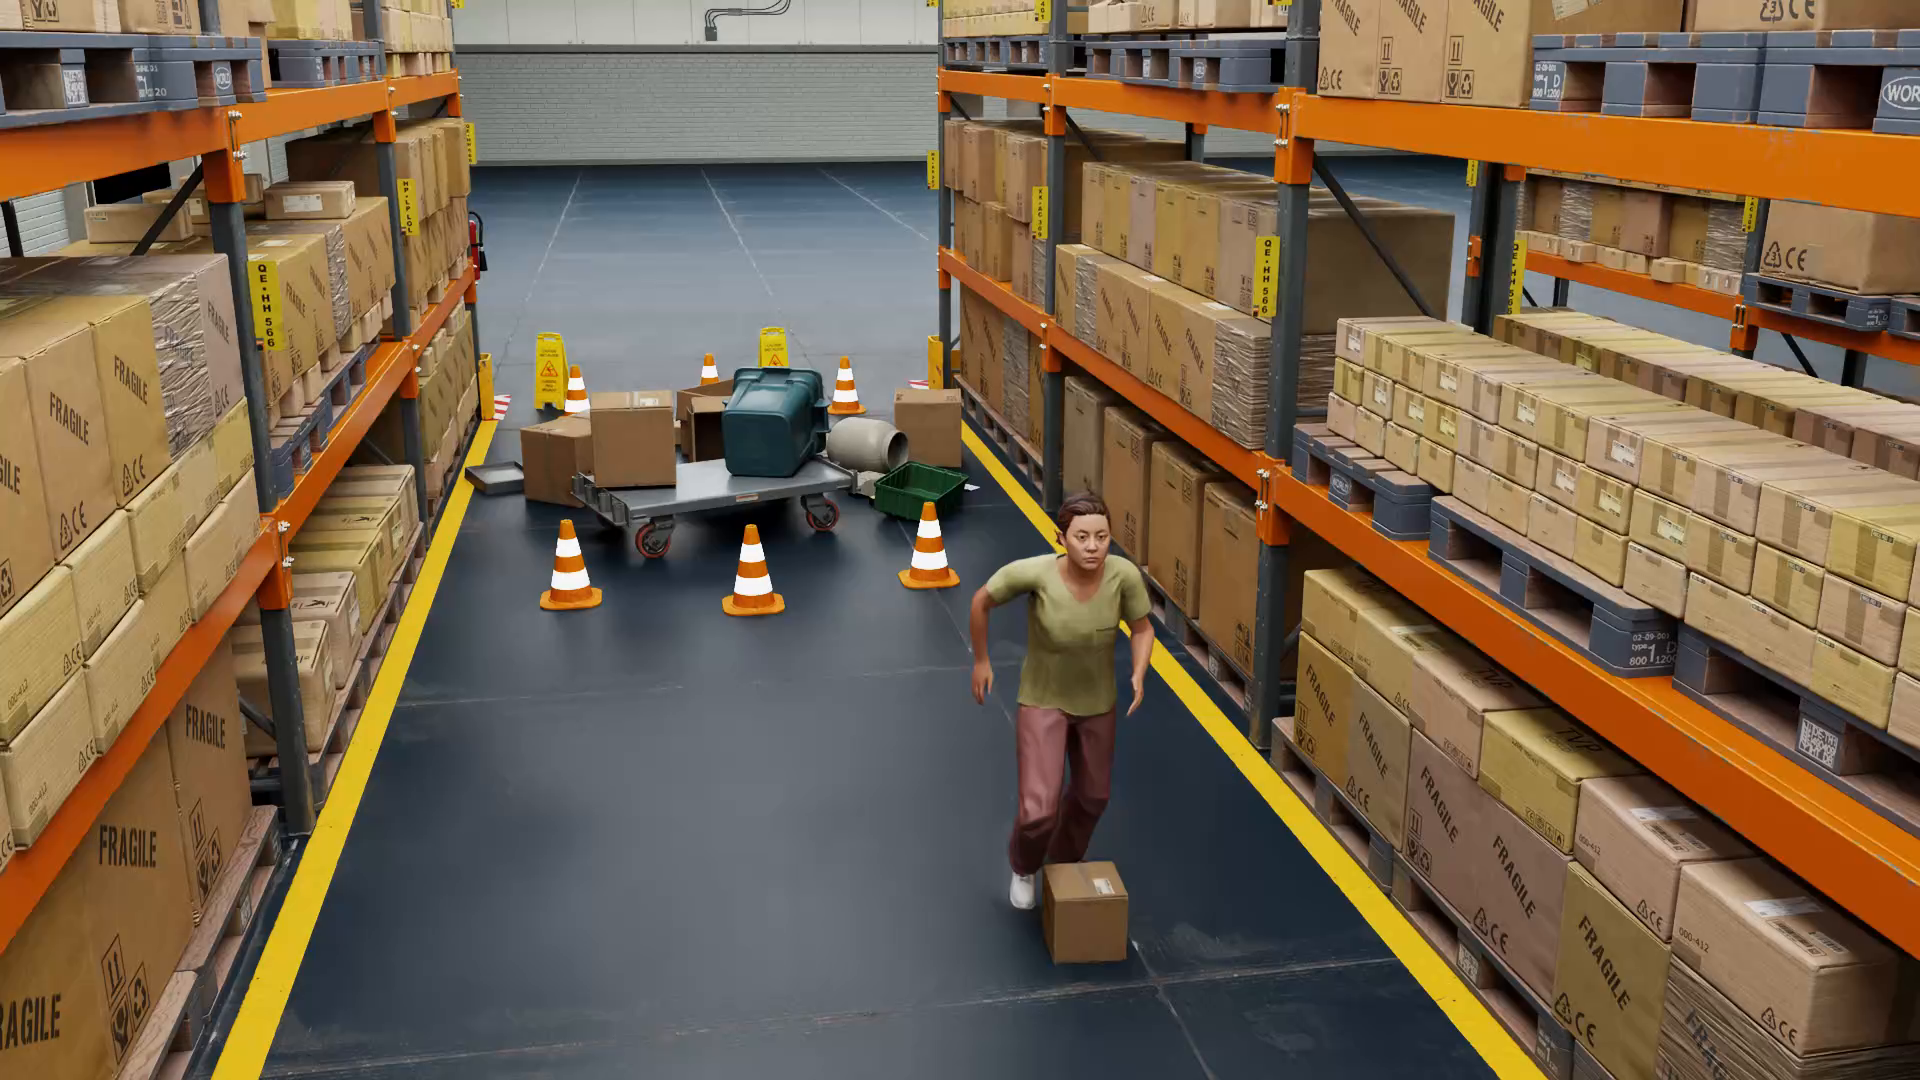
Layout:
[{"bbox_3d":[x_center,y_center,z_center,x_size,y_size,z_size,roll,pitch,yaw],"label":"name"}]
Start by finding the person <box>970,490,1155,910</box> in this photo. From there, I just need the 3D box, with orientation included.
[{"bbox_3d":[0.360,0.572,5.742,0.600,1.586,0.725,-5,17,-15],"label":"person"}]
